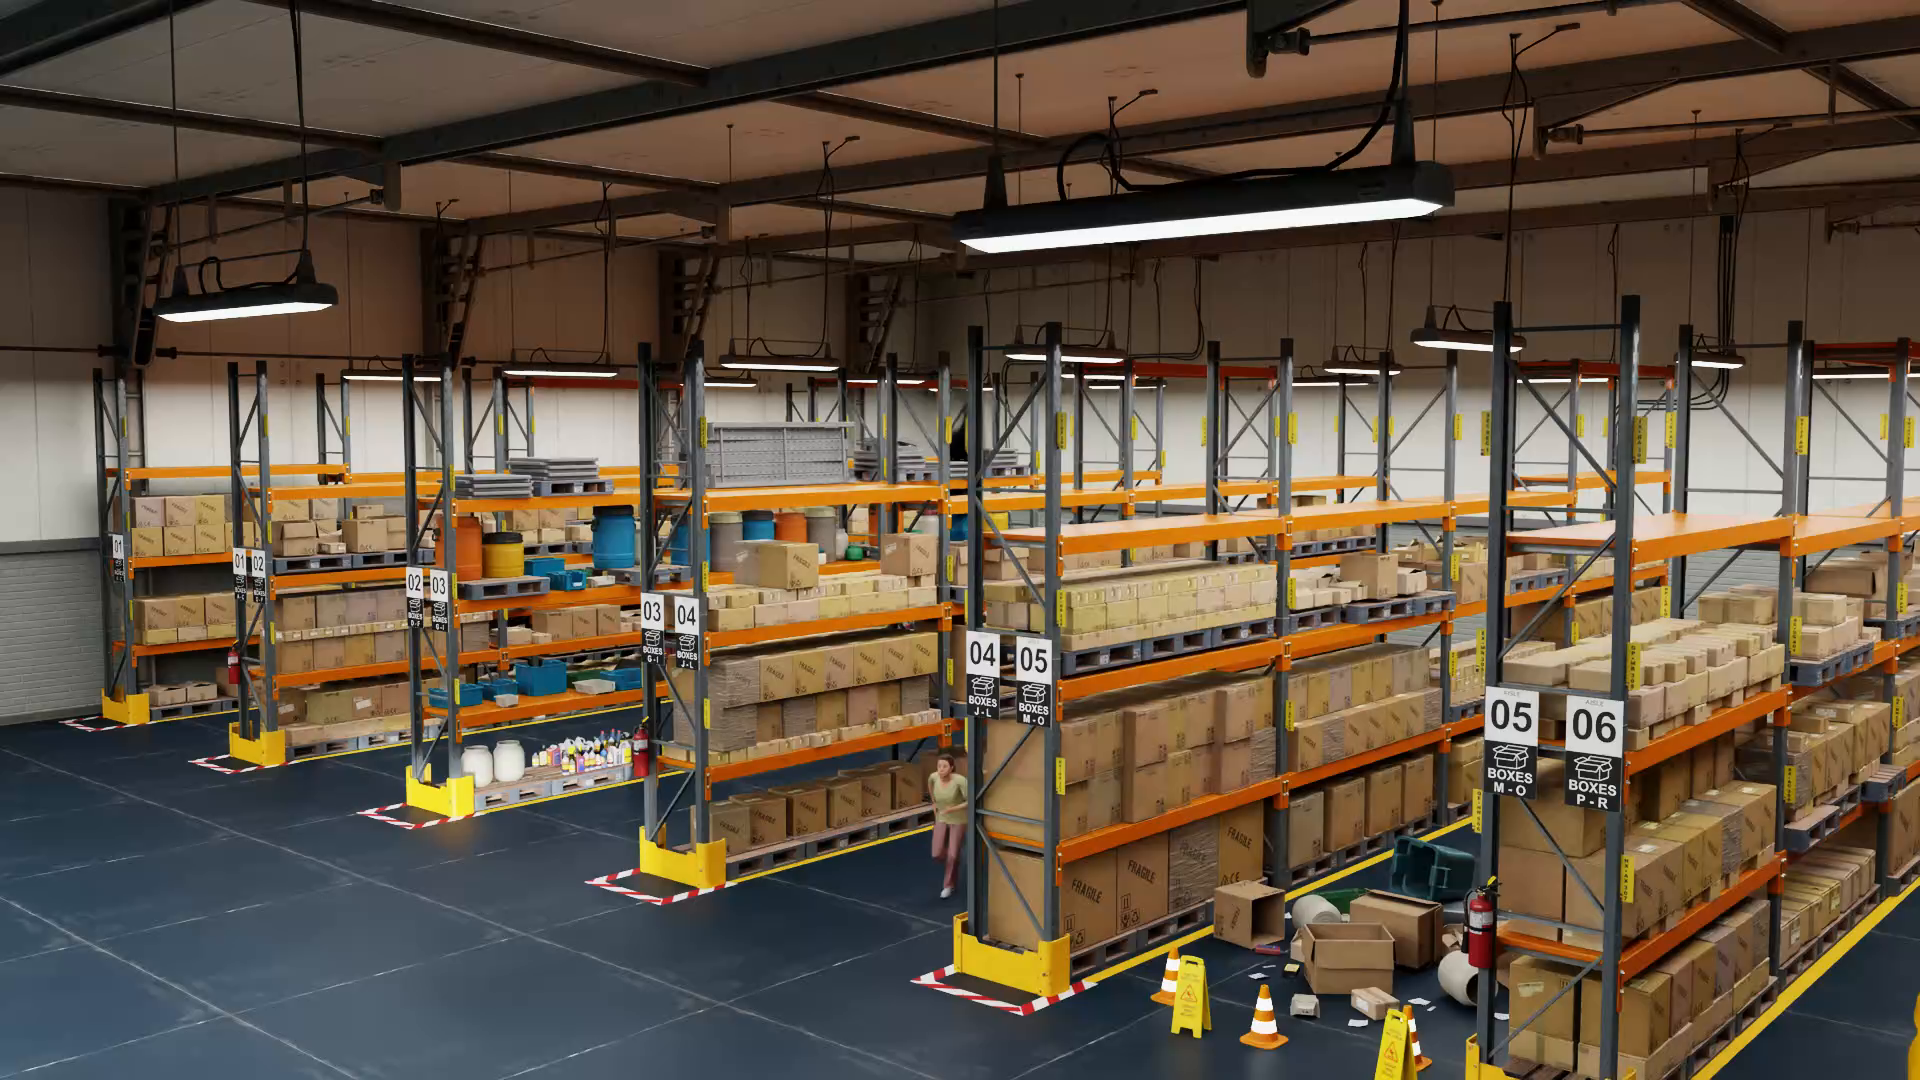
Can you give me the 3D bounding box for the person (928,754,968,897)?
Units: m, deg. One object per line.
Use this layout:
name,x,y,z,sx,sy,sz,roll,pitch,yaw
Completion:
person,-0.119,3.064,17.904,0.570,1.597,0.673,1,4,17
